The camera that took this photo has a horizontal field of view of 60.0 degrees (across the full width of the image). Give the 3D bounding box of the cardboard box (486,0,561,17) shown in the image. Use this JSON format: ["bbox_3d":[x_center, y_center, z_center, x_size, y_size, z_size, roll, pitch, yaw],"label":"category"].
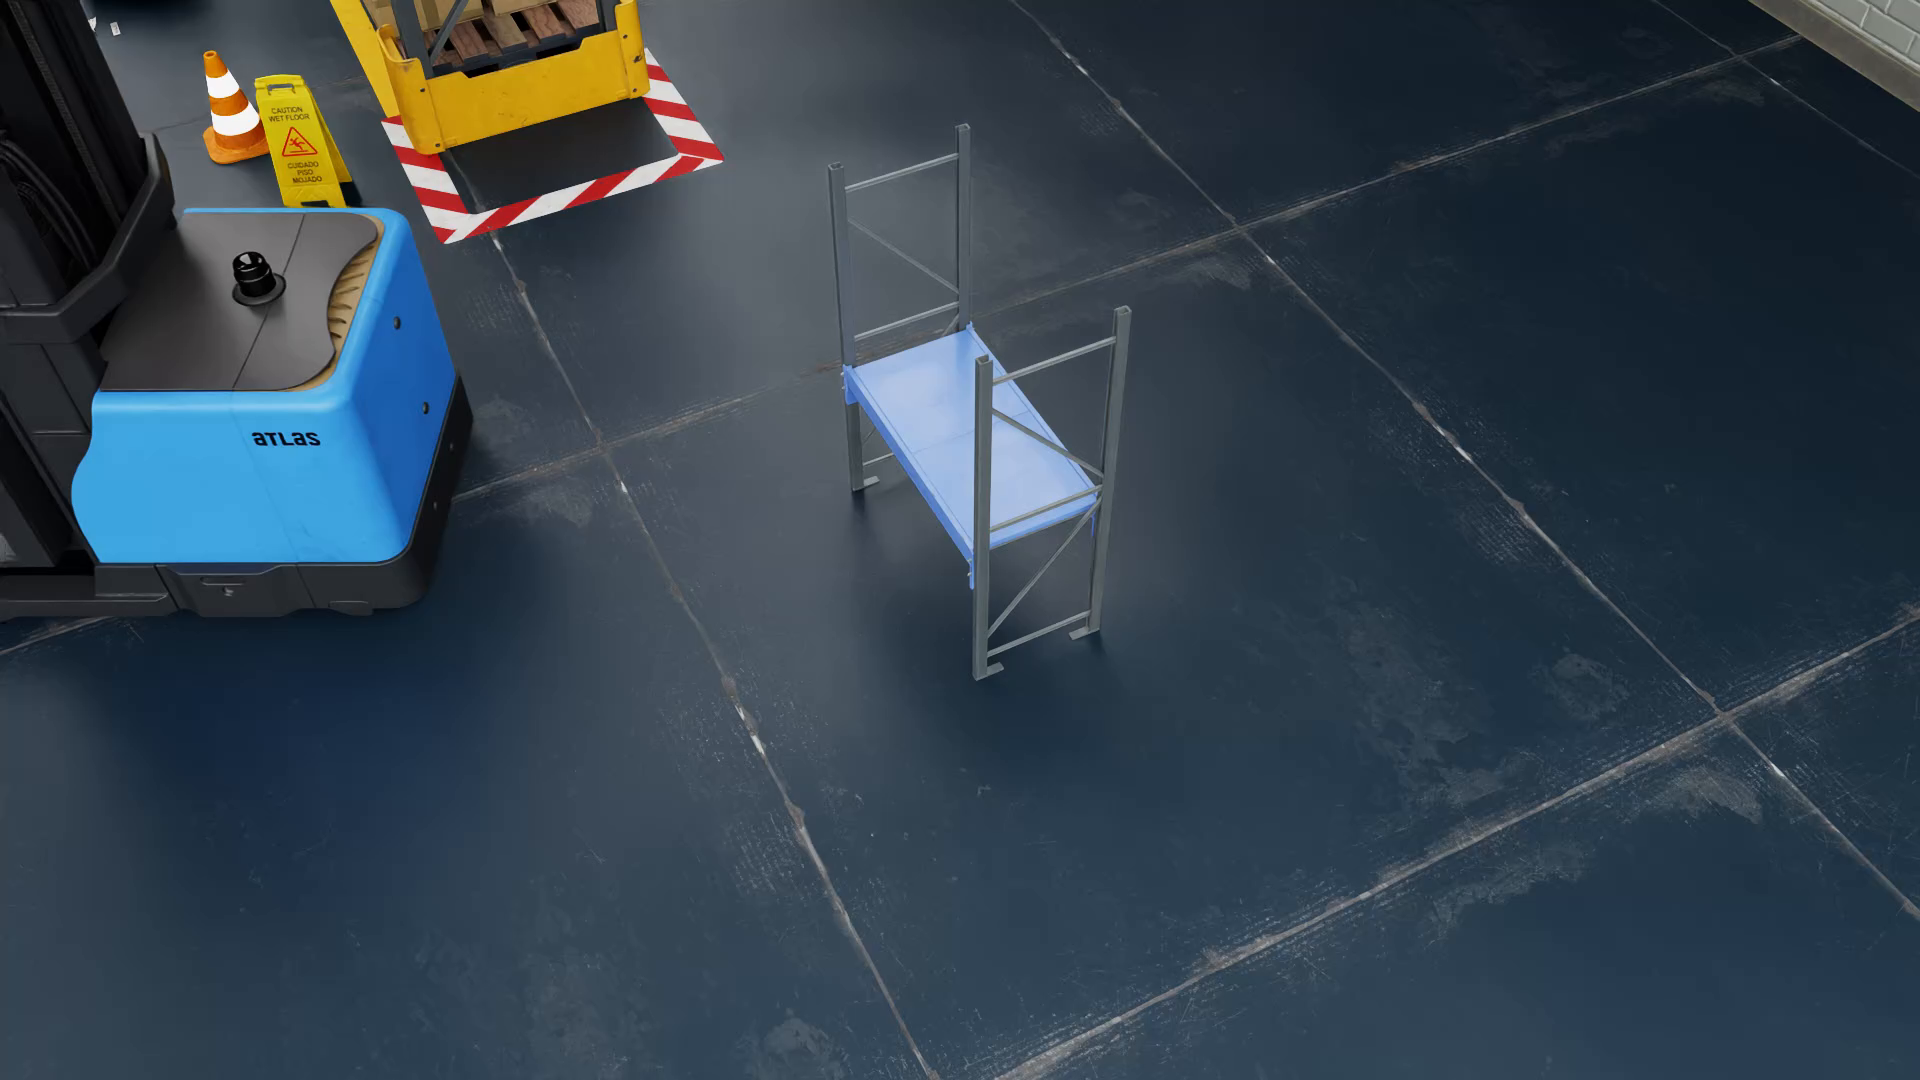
[{"bbox_3d":[-2.190,-2.920,8.358,0.500,0.250,0.500,-22,52,-18],"label":"cardboard box"}]

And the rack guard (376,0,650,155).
[{"bbox_3d":[-2.102,-2.279,7.911,1.175,0.500,0.348,-21,52,-18],"label":"rack guard"}]

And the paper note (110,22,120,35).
[{"bbox_3d":[-4.339,-2.626,8.540,0.032,0.001,0.123,-21,52,-18],"label":"paper note"}]

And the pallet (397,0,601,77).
[{"bbox_3d":[-2.442,-2.740,8.506,1.003,0.211,1.213,-21,52,-18],"label":"pallet"}]

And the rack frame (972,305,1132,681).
[{"bbox_3d":[0.272,-0.096,5.338,0.500,1.500,0.032,-21,52,-18],"label":"rack frame"}]

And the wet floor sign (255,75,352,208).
[{"bbox_3d":[-2.932,-1.781,7.379,0.267,0.644,0.232,-5,49,-5],"label":"wet floor sign"}]

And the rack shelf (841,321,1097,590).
[{"bbox_3d":[0.039,-0.318,5.771,0.538,0.185,1.000,-21,52,-18],"label":"rack shelf"}]

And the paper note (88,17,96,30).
[{"bbox_3d":[-4.525,-2.637,8.544,0.148,0.019,0.142,-5,49,-5],"label":"paper note"}]

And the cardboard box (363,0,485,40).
[{"bbox_3d":[-2.687,-2.749,8.209,0.500,0.250,0.500,-21,52,-18],"label":"cardboard box"}]

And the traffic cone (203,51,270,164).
[{"bbox_3d":[-3.411,-2.060,7.744,0.336,0.463,0.334,-21,52,-18],"label":"traffic cone"}]

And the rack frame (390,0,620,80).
[{"bbox_3d":[-2.067,-3.051,6.926,1.000,3.000,0.127,-21,52,-18],"label":"rack frame"}]

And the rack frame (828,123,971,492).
[{"bbox_3d":[-0.194,-0.777,5.933,0.500,1.500,0.032,-21,52,-18],"label":"rack frame"}]

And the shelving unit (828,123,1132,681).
[{"bbox_3d":[0.039,-0.437,5.636,0.538,1.500,1.048,-21,52,-18],"label":"shelving unit"}]

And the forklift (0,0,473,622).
[{"bbox_3d":[-3.436,-1.065,5.234,3.031,2.935,1.130,0,49,0],"label":"forklift"}]
